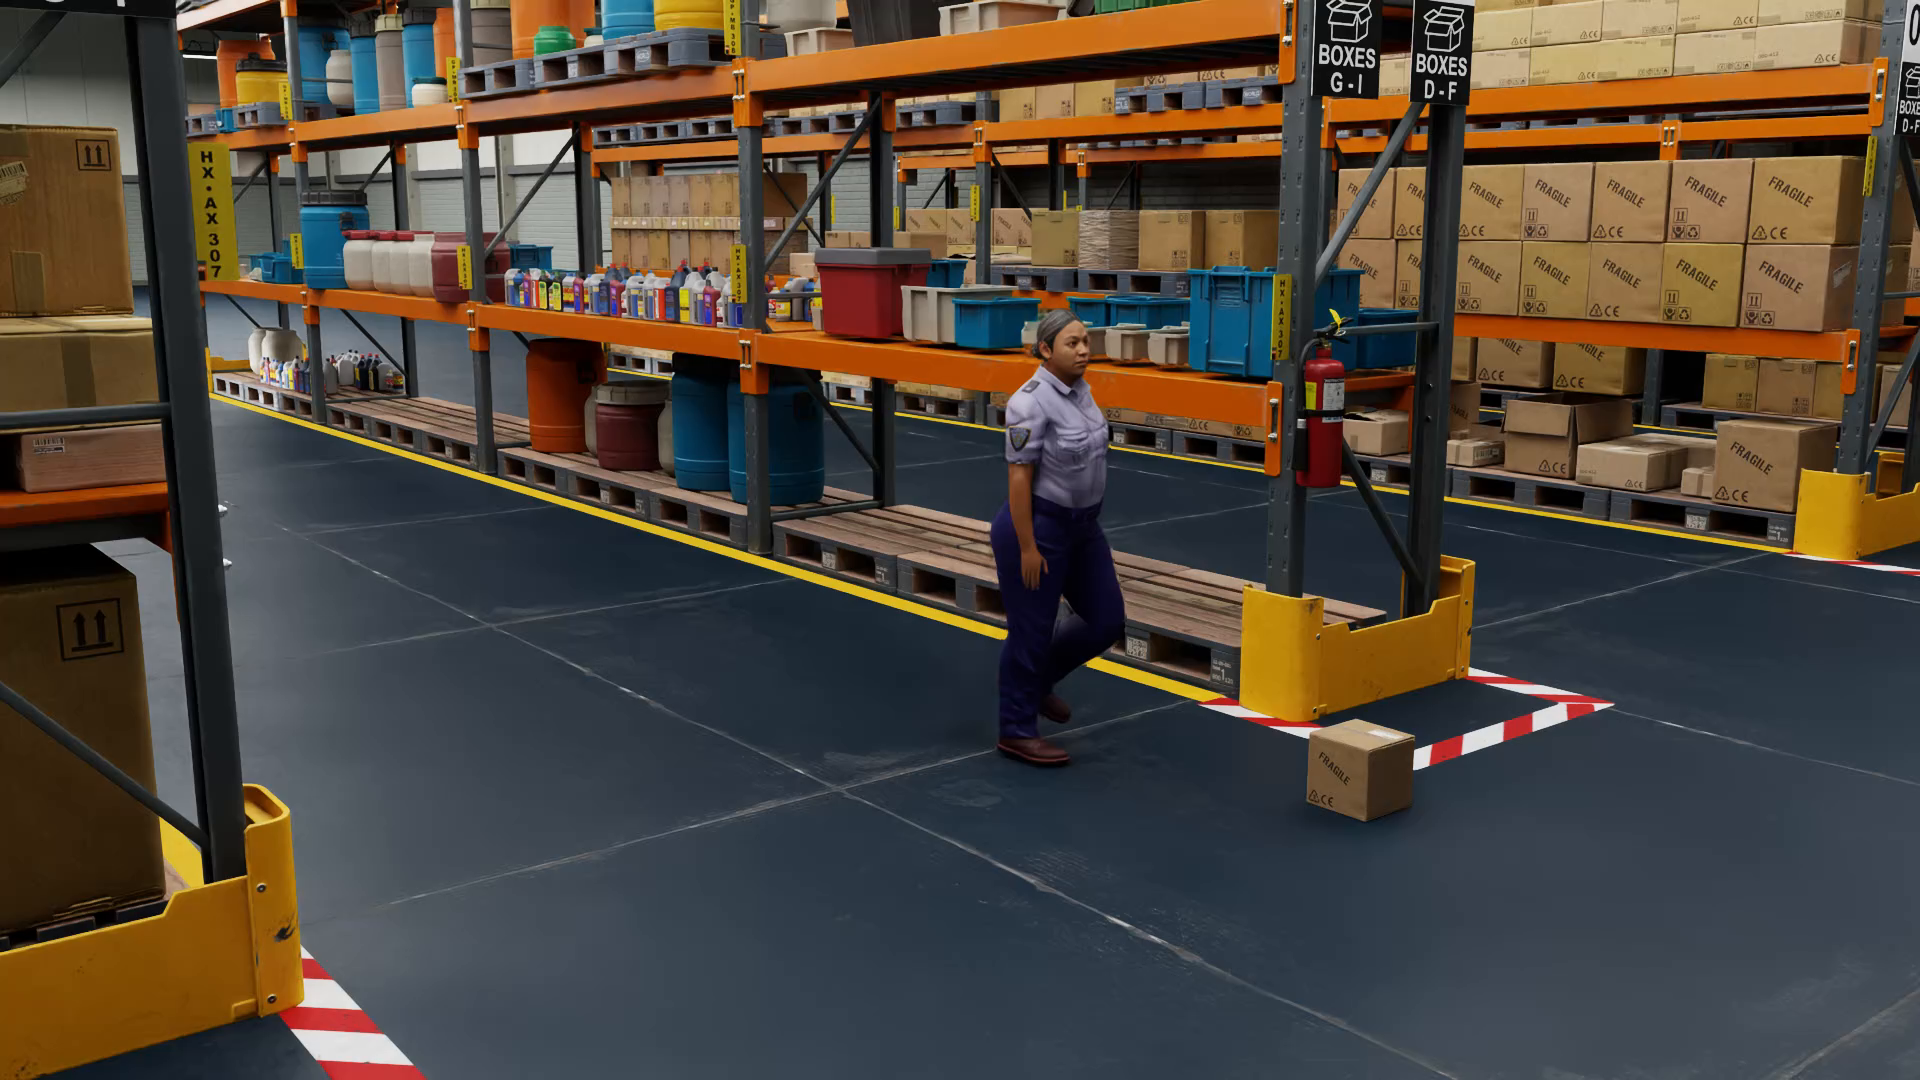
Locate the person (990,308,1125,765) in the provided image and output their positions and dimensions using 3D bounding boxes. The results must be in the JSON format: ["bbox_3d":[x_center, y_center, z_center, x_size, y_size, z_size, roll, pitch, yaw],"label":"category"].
[{"bbox_3d":[0.315,-0.006,6.006,0.475,1.628,0.545,8,14,35],"label":"person"}]
